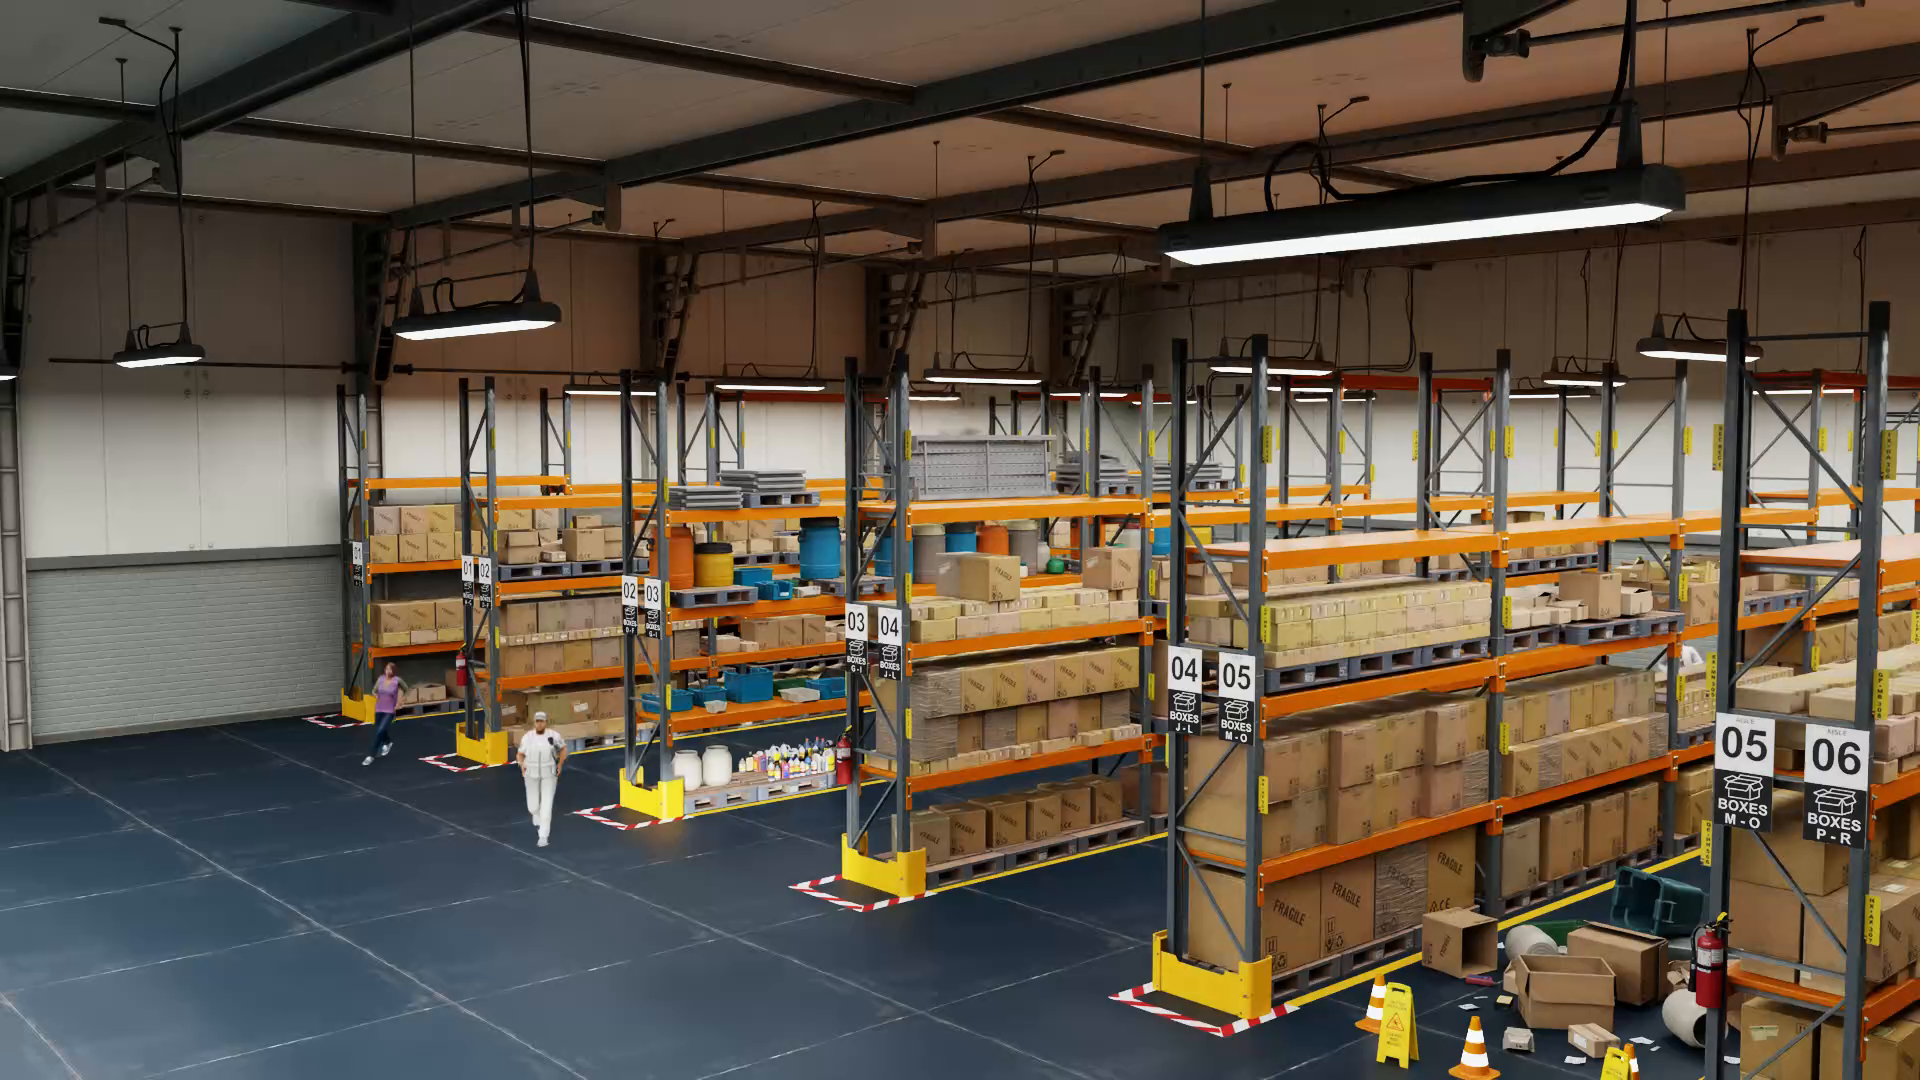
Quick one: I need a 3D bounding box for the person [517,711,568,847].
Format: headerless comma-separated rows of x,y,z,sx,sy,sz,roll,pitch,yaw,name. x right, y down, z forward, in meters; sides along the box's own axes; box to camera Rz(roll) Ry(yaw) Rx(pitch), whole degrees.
-5.279,2.984,21.015,0.620,1.663,0.769,-1,4,-9,person

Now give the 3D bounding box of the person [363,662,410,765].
-8.903,2.674,25.938,0.567,1.566,0.847,1,4,9,person

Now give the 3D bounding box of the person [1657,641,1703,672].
12.337,2.447,28.503,0.727,1.718,0.916,1,4,18,person
